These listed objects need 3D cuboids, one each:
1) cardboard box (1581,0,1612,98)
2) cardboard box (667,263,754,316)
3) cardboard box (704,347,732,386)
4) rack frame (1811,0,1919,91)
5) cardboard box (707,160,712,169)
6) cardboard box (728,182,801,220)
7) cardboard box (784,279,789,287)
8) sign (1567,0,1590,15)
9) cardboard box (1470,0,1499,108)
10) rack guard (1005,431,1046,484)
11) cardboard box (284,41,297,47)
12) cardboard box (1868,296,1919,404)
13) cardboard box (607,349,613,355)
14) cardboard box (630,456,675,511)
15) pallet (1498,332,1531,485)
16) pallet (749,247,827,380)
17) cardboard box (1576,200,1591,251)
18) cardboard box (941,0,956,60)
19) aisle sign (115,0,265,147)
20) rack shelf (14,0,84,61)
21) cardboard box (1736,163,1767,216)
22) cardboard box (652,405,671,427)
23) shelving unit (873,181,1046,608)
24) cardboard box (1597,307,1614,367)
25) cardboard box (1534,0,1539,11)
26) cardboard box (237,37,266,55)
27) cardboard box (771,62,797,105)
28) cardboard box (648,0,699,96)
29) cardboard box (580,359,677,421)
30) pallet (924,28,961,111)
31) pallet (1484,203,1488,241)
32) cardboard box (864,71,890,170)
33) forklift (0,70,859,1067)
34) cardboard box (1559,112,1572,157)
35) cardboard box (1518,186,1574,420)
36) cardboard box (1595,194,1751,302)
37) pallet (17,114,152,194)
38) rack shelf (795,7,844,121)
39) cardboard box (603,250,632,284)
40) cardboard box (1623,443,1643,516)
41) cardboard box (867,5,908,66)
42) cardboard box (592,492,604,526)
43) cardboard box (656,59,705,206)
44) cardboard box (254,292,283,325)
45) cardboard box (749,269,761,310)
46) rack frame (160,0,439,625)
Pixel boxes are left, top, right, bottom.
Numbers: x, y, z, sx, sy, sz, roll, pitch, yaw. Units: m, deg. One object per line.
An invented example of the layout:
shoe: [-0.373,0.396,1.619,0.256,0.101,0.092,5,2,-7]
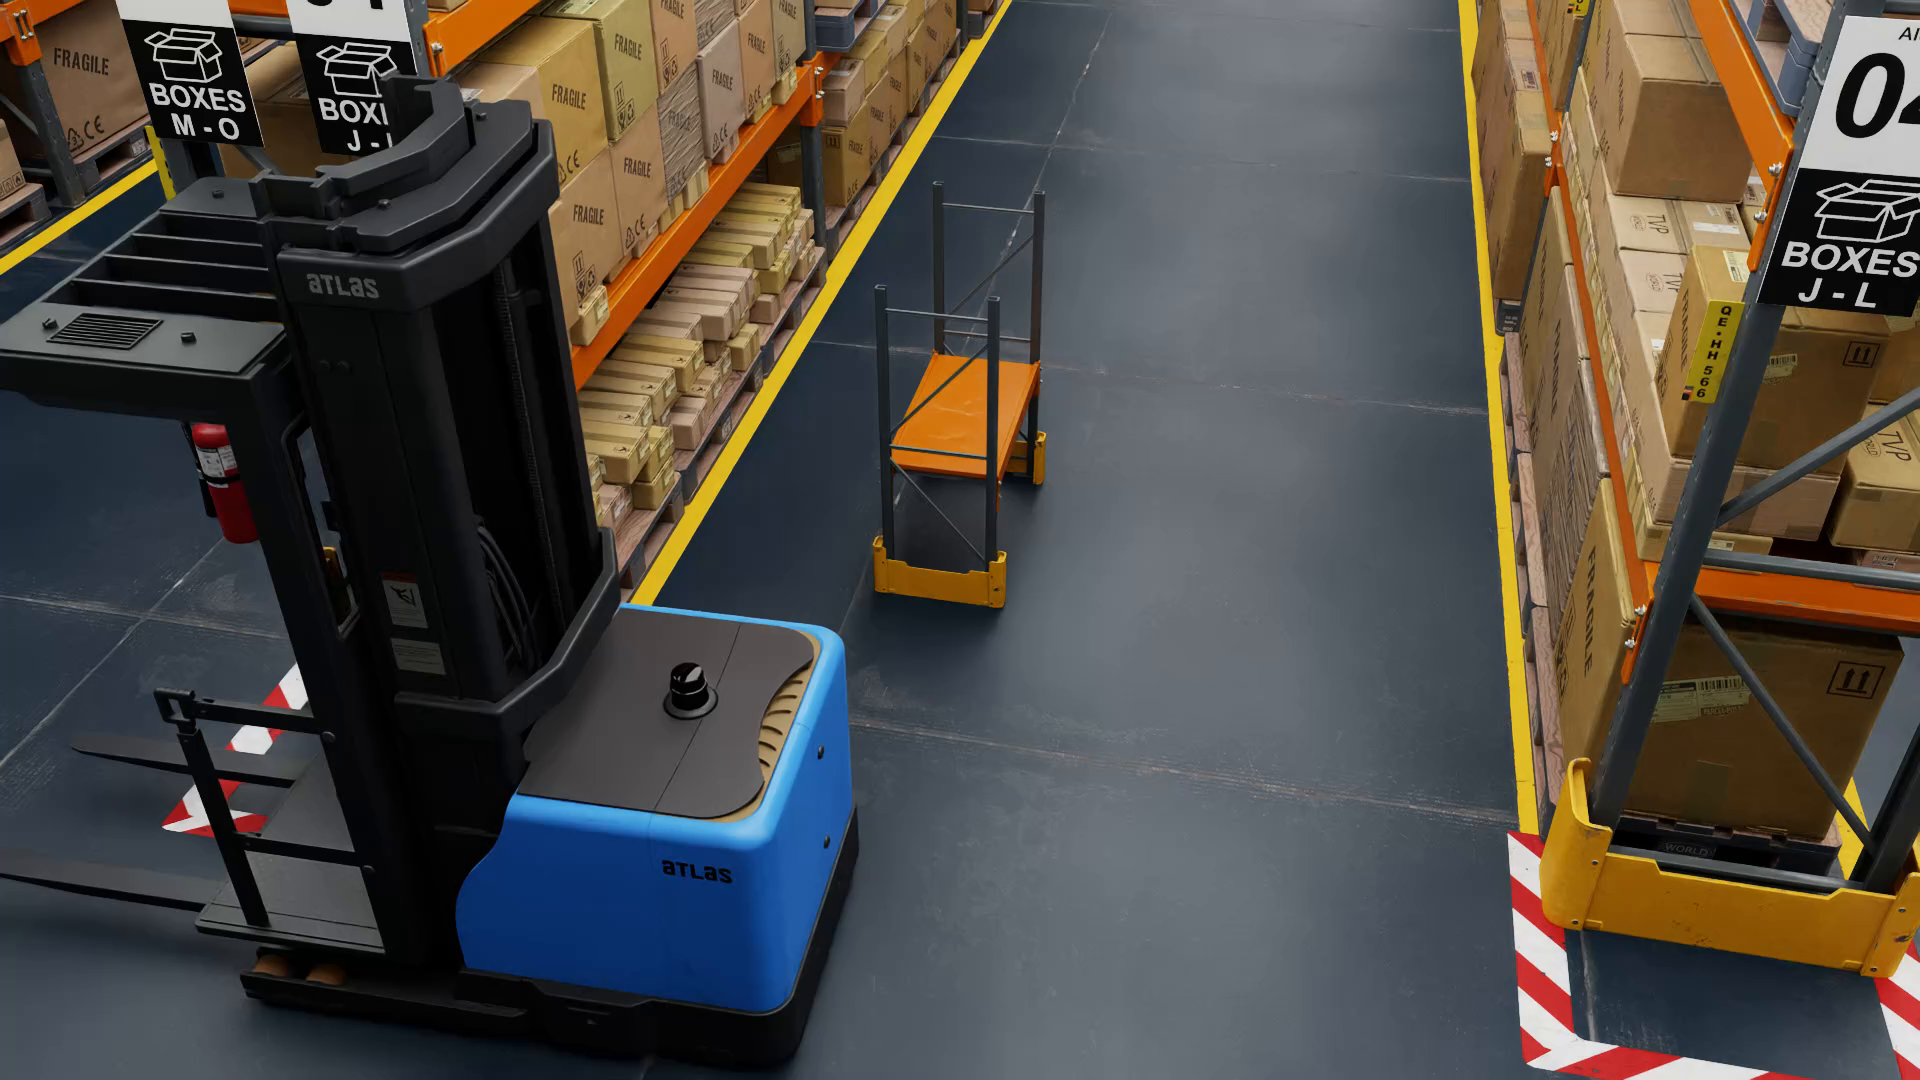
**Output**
cardboard box: [3.179,-2.308,7.614,0.500,0.500,0.500,7,37,10]
cardboard box: [-1.276,-1.286,8.533,0.380,0.149,0.250,6,36,8]
cardboard box: [-1.386,-0.880,8.480,0.380,0.149,0.250,8,37,11]
rack frame: [2.677,-2.323,3.287,1.000,3.000,0.127,7,37,10]
cardboard box: [-1.404,-1.821,7.921,0.380,0.149,0.250,7,36,9]
cardboard box: [-1.115,-1.887,9.362,0.380,0.149,0.250,8,37,11]
cardboard box: [-1.181,-1.476,9.302,0.380,0.149,0.250,8,37,11]
sign: [2.999,-2.686,7.981,0.100,0.325,0.005,7,37,10]
cardboard box: [4.218,-3.397,11.334,1.225,0.875,0.875,6,36,8]
rack guard: [0.123,-0.430,8.131,0.587,0.250,0.087,7,37,10]
cardboard box: [-2.184,-1.723,6.381,0.500,0.500,0.500,6,36,8]
cardboard box: [3.150,-0.785,5.513,0.500,0.500,0.500,6,36,9]
cardboard box: [-1.924,-1.089,8.514,0.380,0.149,0.250,7,37,10]
cardboard box: [-1.539,-0.286,7.660,0.380,0.149,0.250,8,37,11]
pallet: [3.292,-0.632,8.442,1.003,0.211,1.213,7,37,10]
pallet: [-1.402,-1.348,9.430,1.003,0.211,1.213,7,37,10]
cardboard box: [2.922,-1.358,7.282,0.380,0.149,0.250,7,36,9]
cardboard box: [-0.324,-3.908,12.358,0.500,0.500,0.500,7,37,10]
aisle sign: [-2.456,-1.622,5.216,0.394,0.787,0.004,7,37,10]
rack shelf: [-5.723,-4.285,11.719,1.077,0.370,4.000,7,37,10]
cardboard box: [3.476,-1.371,6.960,0.500,0.250,0.500,8,37,11]
cardboard box: [-1.581,-0.577,7.808,0.380,0.149,0.250,6,36,8]
shelving unit: [0.016,-0.651,7.370,0.587,1.500,1.083,7,37,10]
cardboard box: [2.702,-0.772,6.473,0.380,0.149,0.250,7,37,10]
cardboard box: [3.693,-3.400,9.800,0.500,0.500,0.500,7,37,10]
cardboard box: [-5.719,-4.136,12.353,0.875,0.875,0.875,8,37,11]
cardboard box: [-1.074,-2.411,8.734,0.380,0.149,0.250,6,36,9]
cardboard box: [-1.452,-2.241,7.096,0.500,0.500,0.500,6,36,8]
cardboard box: [-1.543,-0.700,7.724,0.380,0.149,0.250,9,37,12]
pallet: [-0.607,-3.583,12.514,1.003,0.211,1.213,7,37,10]
pallet: [3.881,-2.211,10.621,1.003,0.211,1.213,7,37,10]
cardboard box: [-0.765,-2.718,10.717,0.500,0.500,0.500,9,37,12]
forklift: [-1.935,0.093,5.124,3.031,2.935,1.130,6,36,8]
cardboard box: [3.143,-1.957,8.109,0.380,0.149,0.250,7,37,10]
cardboard box: [3.312,-1.128,8.204,0.875,0.875,0.875,7,37,10]
cardboard box: [2.845,-1.146,6.650,0.500,0.250,0.500,7,37,10]
pallet: [-6.059,-2.752,11.367,1.003,0.211,1.213,7,37,10]
rack shelf: [-0.866,-3.722,10.942,1.077,0.370,4.000,7,37,10]
cardboard box: [-1.631,-1.233,7.110,0.380,0.149,0.250,7,37,10]
cardboard box: [2.485,-0.187,5.666,0.380,0.149,0.250,8,37,10]
cardboard box: [-0.653,-3.316,10.903,0.500,0.250,0.500,9,37,12]
cardboard box: [-1.704,-0.088,6.880,0.380,0.149,0.250,6,36,8]
cardboard box: [-1.472,-1.839,7.393,0.500,0.500,0.500,6,36,9]
cardboard box: [-2.303,-1.024,6.269,0.500,0.500,0.500,8,37,11]
cardboard box: [-1.285,-1.338,8.859,0.380,0.149,0.250,8,37,10]
rack frame: [-2.147,-0.573,5.985,1.000,3.000,0.127,7,37,10]
